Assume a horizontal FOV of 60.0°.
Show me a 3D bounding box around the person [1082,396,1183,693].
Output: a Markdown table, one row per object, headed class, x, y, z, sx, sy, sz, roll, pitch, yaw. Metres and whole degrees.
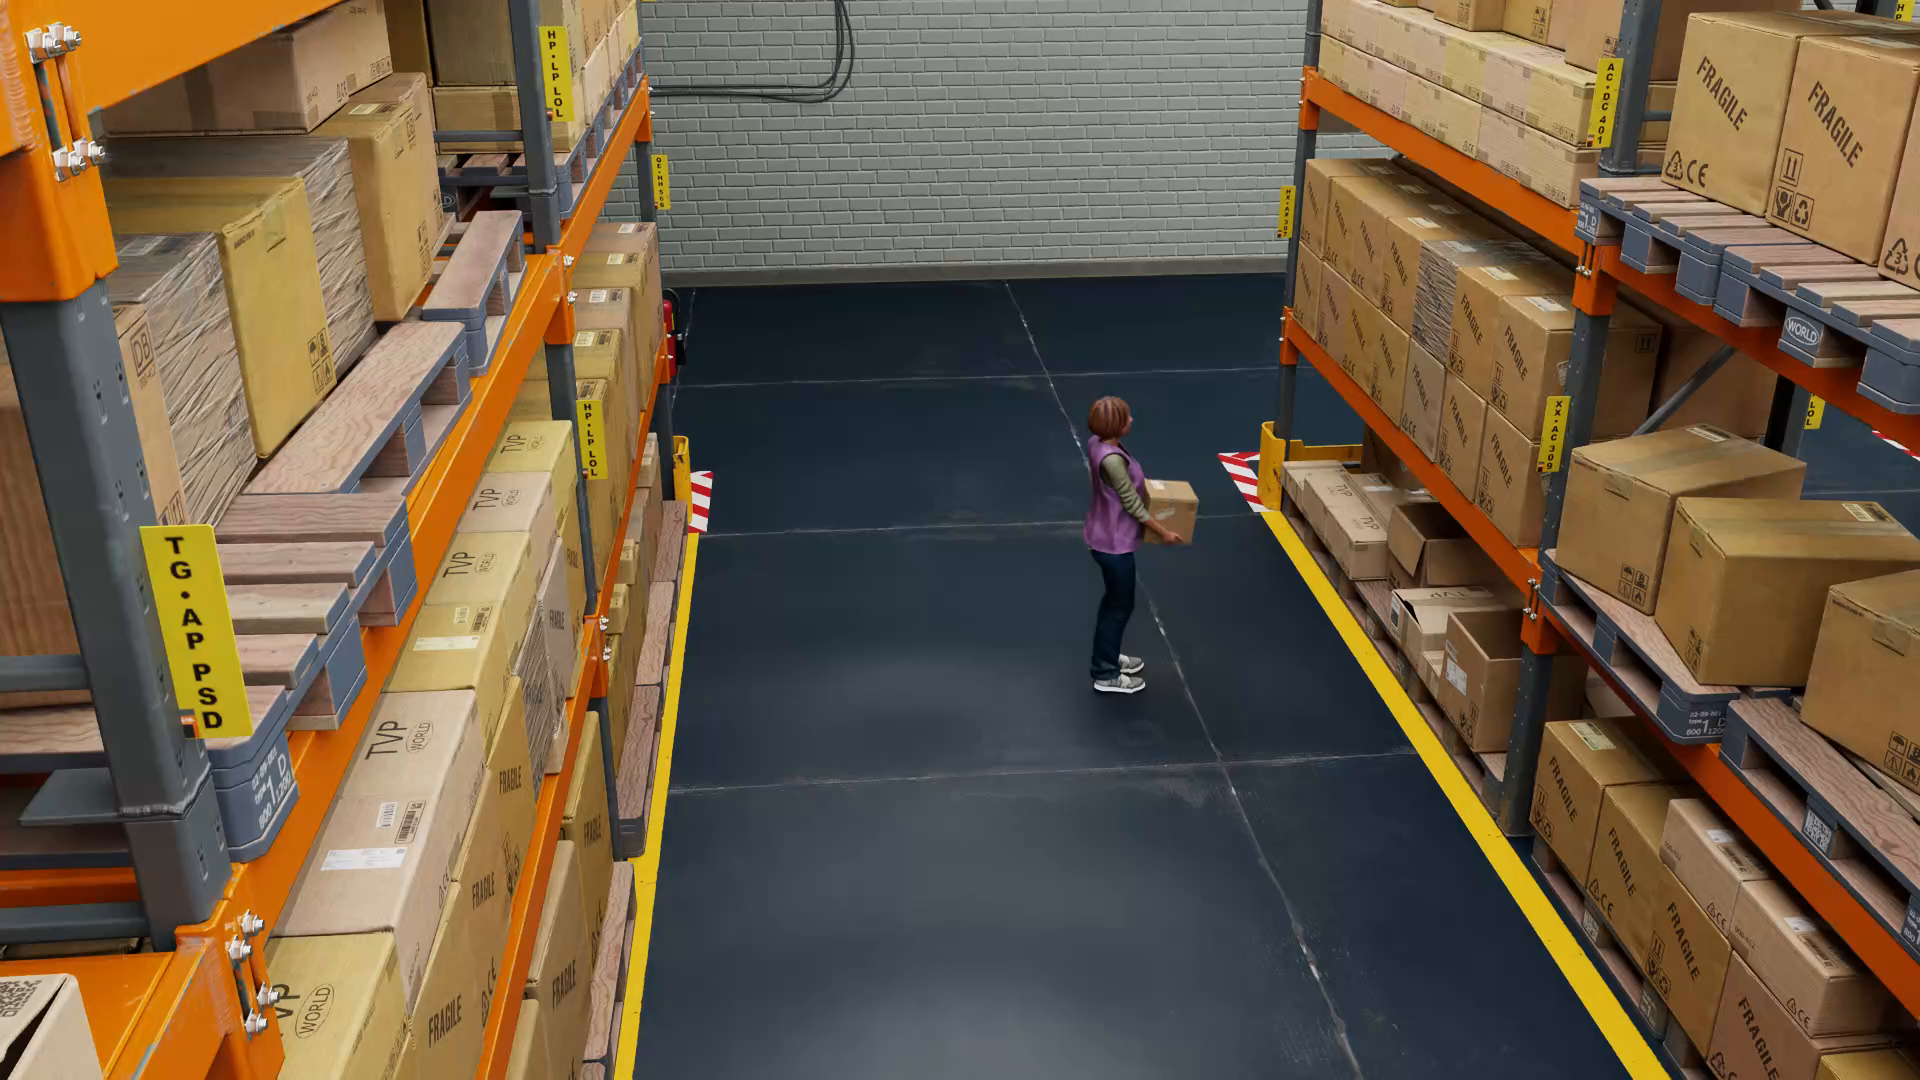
| class | x | y | z | sx | sy | sz | roll | pitch | yaw |
| --- | --- | --- | --- | --- | --- | --- | --- | --- | --- |
| person | 0.878 | 0.013 | 8.586 | 0.488 | 1.593 | 0.412 | -2 | 24 | -5 |
